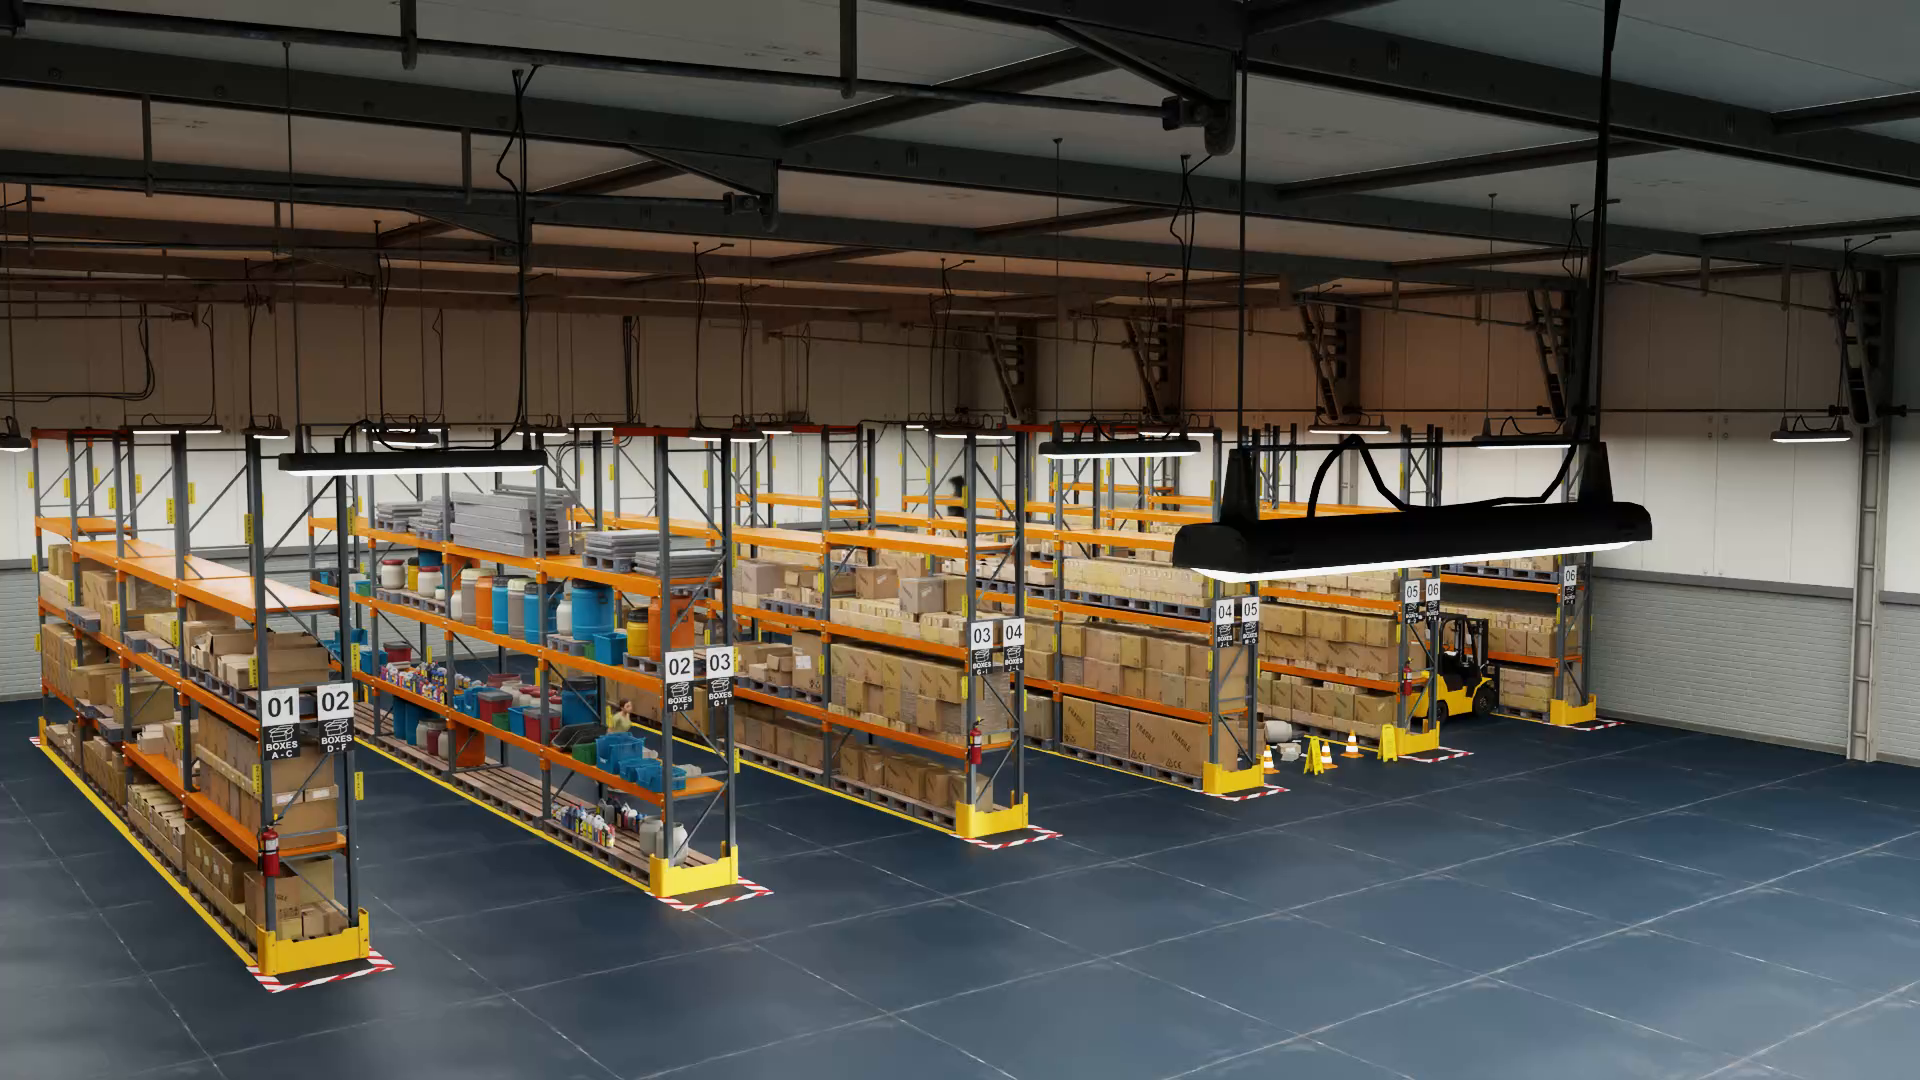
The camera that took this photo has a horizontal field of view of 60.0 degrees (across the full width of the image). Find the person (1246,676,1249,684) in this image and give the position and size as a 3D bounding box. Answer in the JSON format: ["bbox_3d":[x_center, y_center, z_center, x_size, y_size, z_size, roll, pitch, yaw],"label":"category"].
[{"bbox_3d":[6.121,2.540,37.338,0.711,1.756,0.727,-3,5,-35],"label":"person"}]

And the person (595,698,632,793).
[{"bbox_3d":[-5.733,3.387,27.483,0.745,1.614,0.591,1,5,12],"label":"person"}]
